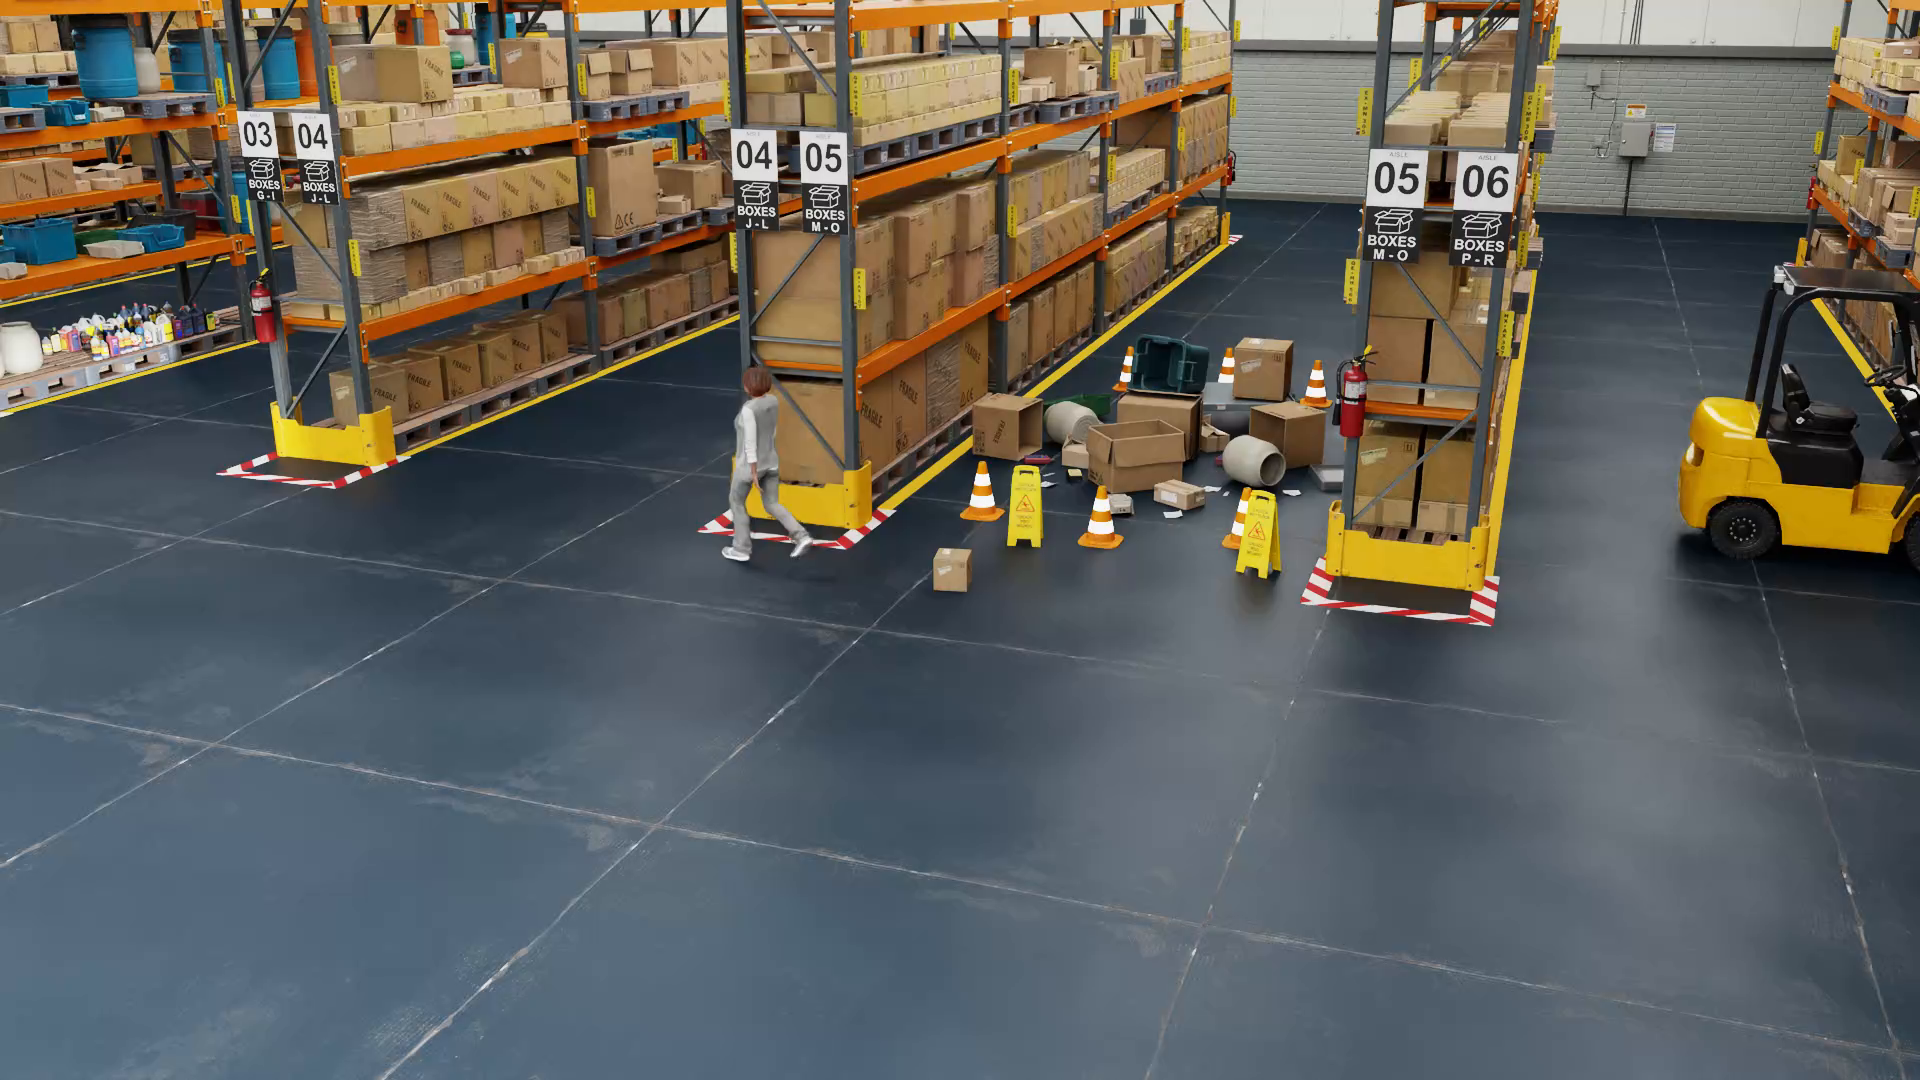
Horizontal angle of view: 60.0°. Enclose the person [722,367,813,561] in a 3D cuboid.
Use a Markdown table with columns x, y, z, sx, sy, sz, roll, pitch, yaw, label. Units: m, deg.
| x | y | z | sx | sy | sz | roll | pitch | yaw | label |
| --- | --- | --- | --- | --- | --- | --- | --- | --- | --- |
| -1.499 | -0.558 | 12.682 | 0.828 | 1.560 | 0.398 | 15 | 24 | 36 | person |
